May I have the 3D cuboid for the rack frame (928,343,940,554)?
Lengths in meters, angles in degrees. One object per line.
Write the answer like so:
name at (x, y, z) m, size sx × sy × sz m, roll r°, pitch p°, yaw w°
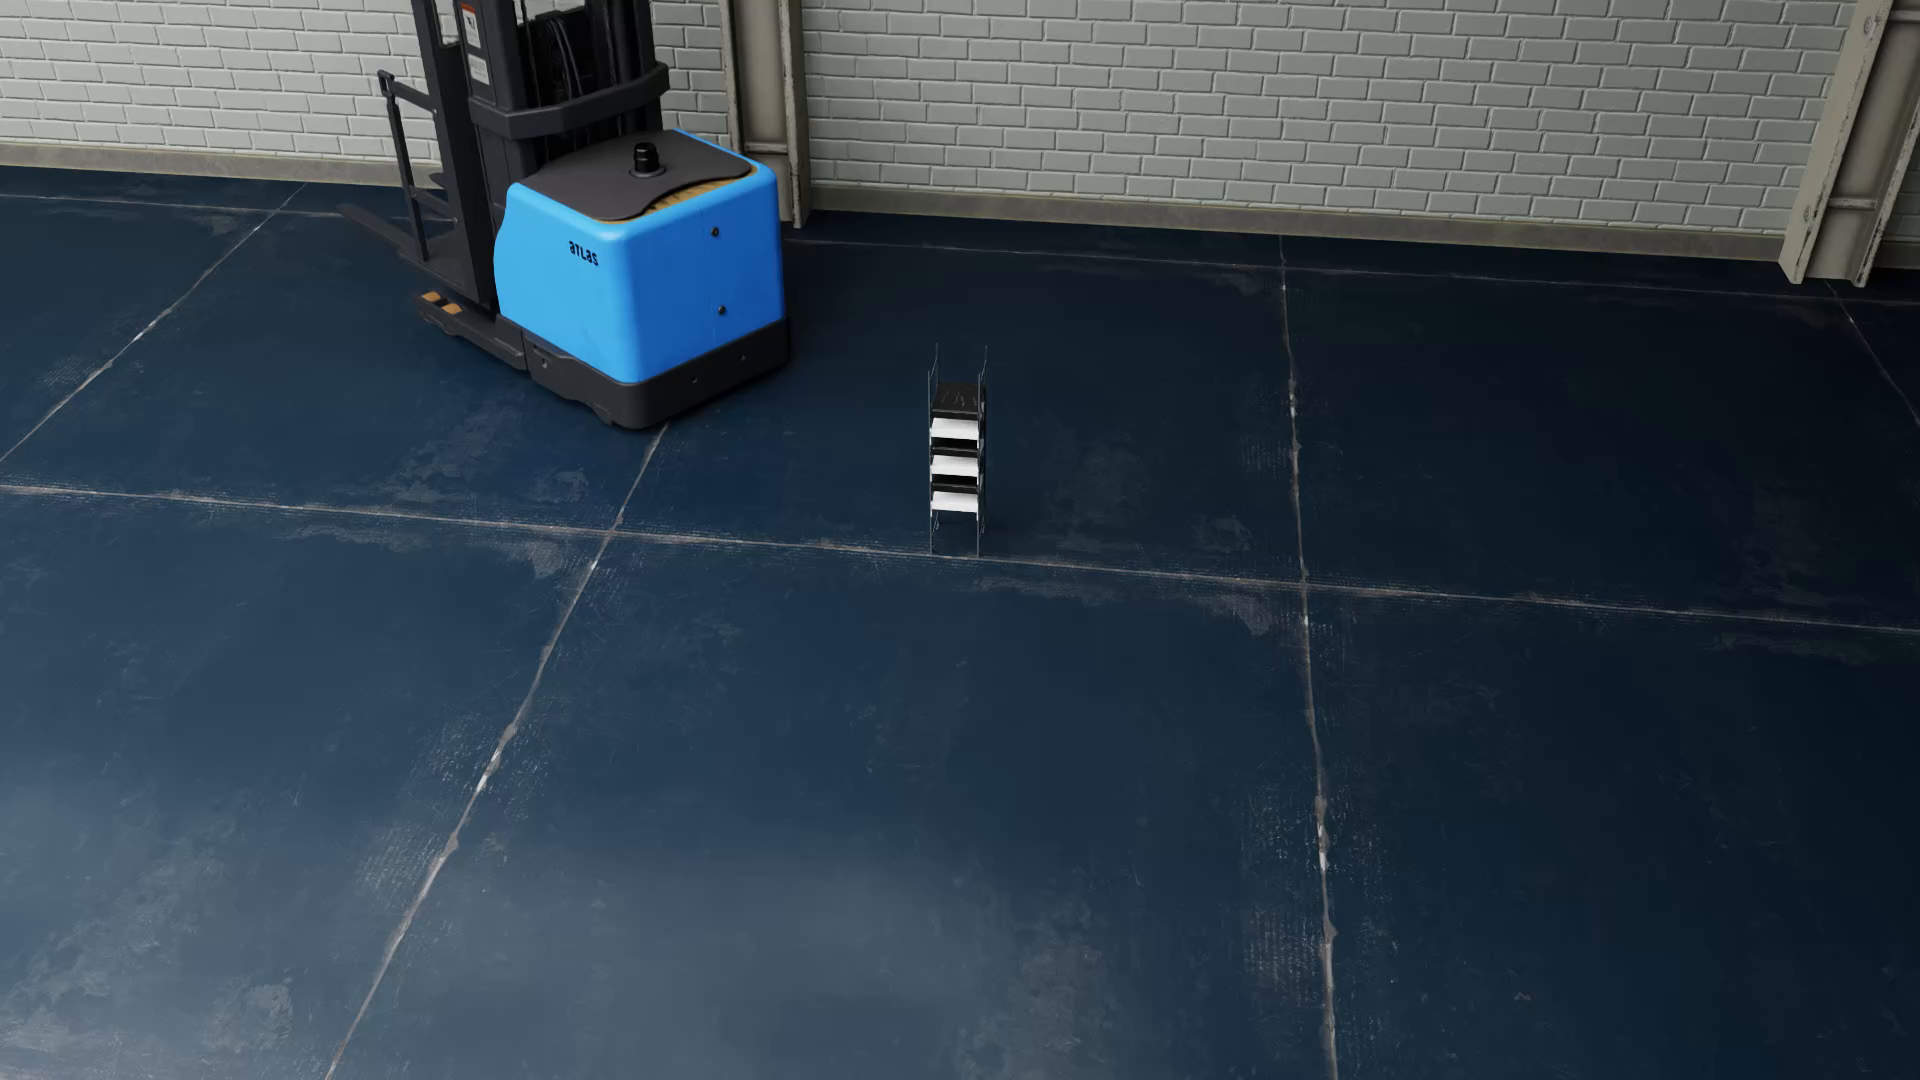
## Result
rack frame at (-0.109, -0.374, 7.000) m, size 0.006 × 0.900 × 0.240 m, roll 4°, pitch 36°, yaw 6°

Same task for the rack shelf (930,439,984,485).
rack shelf at (-0.008, -0.340, 7.009) m, size 0.200 × 0.077 × 0.258 m, roll 4°, pitch 36°, yaw 6°

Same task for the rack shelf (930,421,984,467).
rack shelf at (-0.008, -0.413, 6.956) m, size 0.200 × 0.077 × 0.258 m, roll 4°, pitch 36°, yaw 6°

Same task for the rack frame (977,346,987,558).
rack frame at (0.093, -0.359, 6.979) m, size 0.006 × 0.900 × 0.240 m, roll 4°, pitch 36°, yaw 6°

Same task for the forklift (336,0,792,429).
forklift at (-2.264, -2.463, 8.178) m, size 3.031 × 2.935 × 1.130 m, roll 29°, pitch 45°, yaw 34°

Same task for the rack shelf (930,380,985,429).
rack shelf at (-0.008, -0.560, 6.852) m, size 0.200 × 0.077 × 0.258 m, roll 4°, pitch 36°, yaw 6°

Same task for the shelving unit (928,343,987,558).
shelving unit at (-0.008, -0.367, 6.989) m, size 0.210 × 0.900 × 0.258 m, roll 4°, pitch 36°, yaw 6°

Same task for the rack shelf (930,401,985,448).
rack shelf at (-0.008, -0.486, 6.904) m, size 0.200 × 0.077 × 0.258 m, roll 4°, pitch 36°, yaw 6°

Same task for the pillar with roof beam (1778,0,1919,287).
pillar with roof beam at (4.294, -2.685, 3.265) m, size 0.400 × 9.000 × 9.100 m, roll 4°, pitch 36°, yaw 6°

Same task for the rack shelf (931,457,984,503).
rack shelf at (-0.008, -0.266, 7.061) m, size 0.200 × 0.077 × 0.258 m, roll 4°, pitch 36°, yaw 6°

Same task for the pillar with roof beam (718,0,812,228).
pillar with roof beam at (-1.657, -3.129, 3.887) m, size 0.400 × 9.000 × 9.100 m, roll 4°, pitch 36°, yaw 6°

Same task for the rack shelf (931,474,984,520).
rack shelf at (-0.008, -0.193, 7.113) m, size 0.200 × 0.077 × 0.258 m, roll 4°, pitch 36°, yaw 6°
